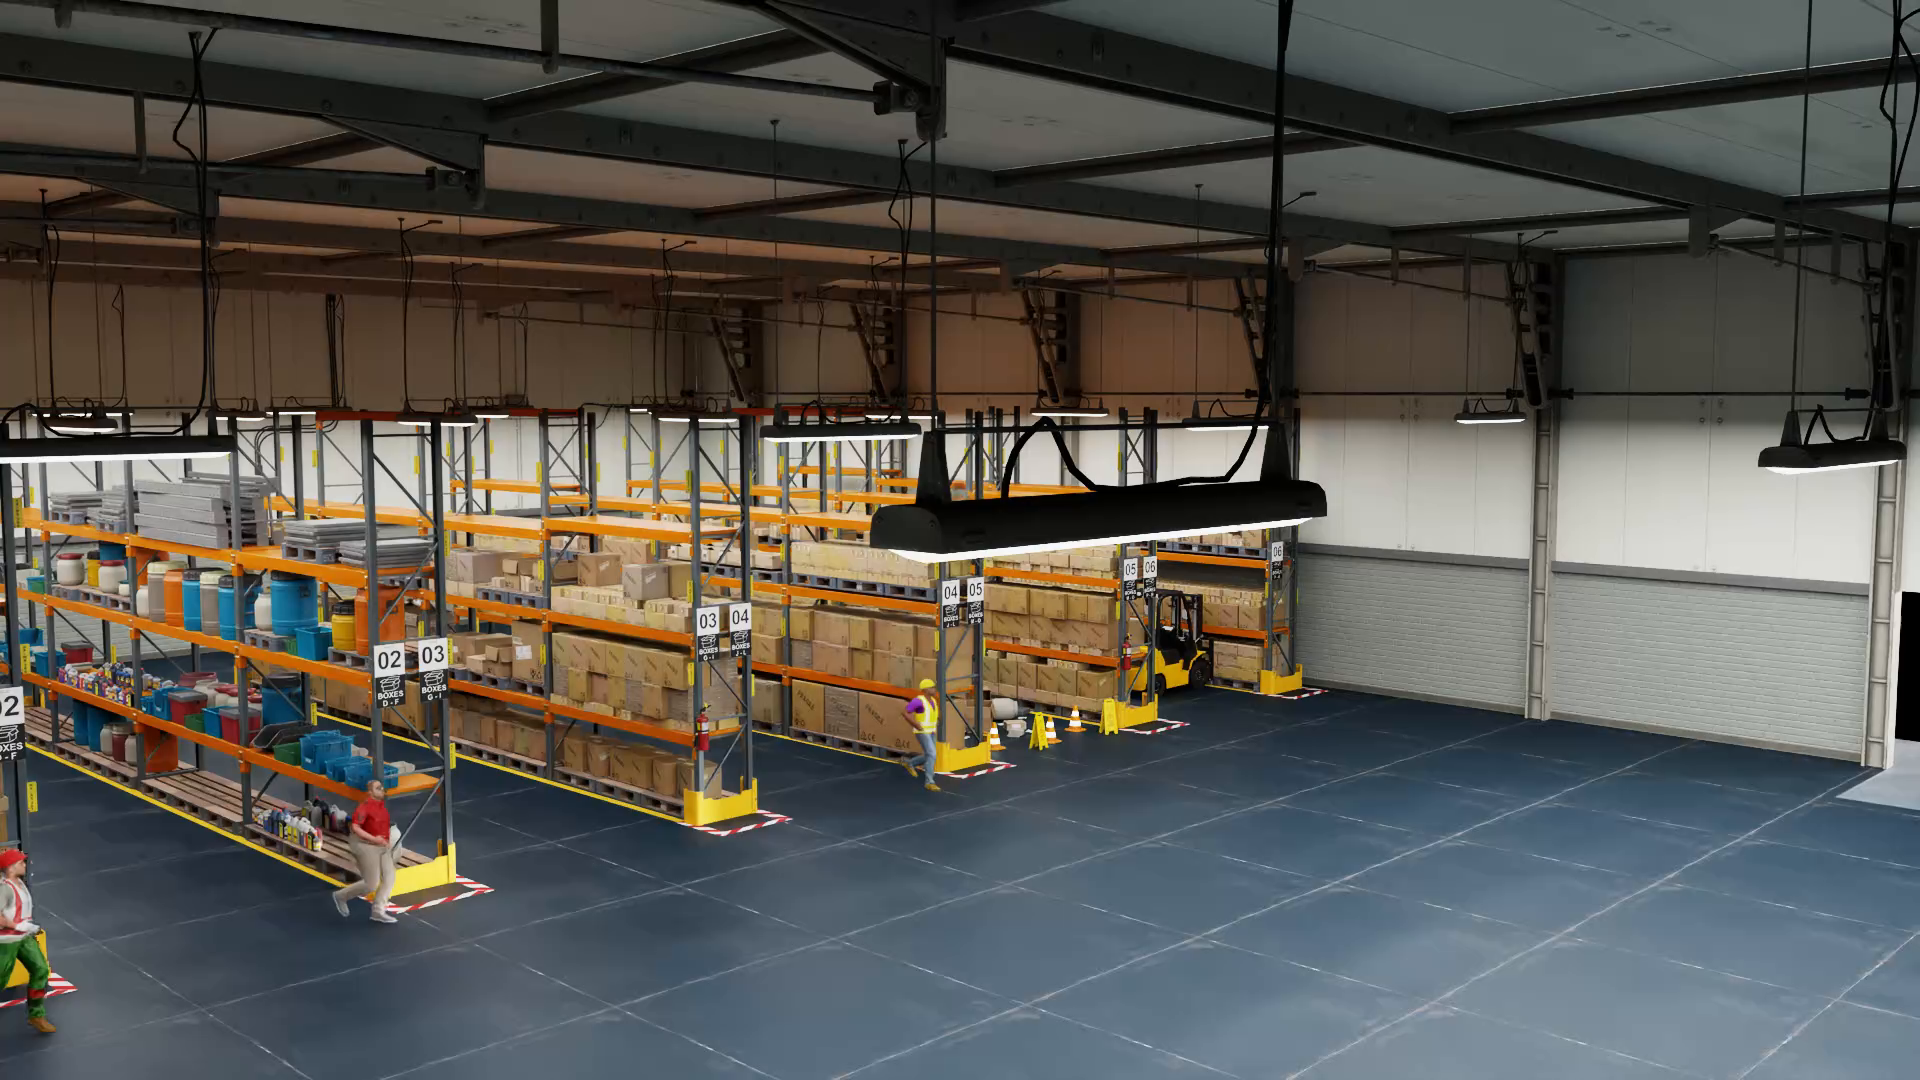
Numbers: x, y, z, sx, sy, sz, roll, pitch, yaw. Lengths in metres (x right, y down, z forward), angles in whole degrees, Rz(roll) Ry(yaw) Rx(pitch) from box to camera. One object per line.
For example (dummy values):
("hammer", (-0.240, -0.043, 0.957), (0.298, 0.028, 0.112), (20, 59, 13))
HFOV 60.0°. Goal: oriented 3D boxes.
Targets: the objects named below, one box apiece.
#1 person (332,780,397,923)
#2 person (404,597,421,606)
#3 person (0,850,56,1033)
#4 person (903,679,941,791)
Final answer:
("person", (-7.110, 3.731, 20.002), (0.740, 1.708, 0.677), (1, 5, 9))
("person", (-12.872, 2.013, 39.024), (0.729, 1.799, 0.755), (2, 5, 18))
("person", (-9.360, 3.969, 16.500), (0.783, 1.796, 0.725), (-1, 5, -6))
("person", (-0.552, 3.111, 26.842), (0.889, 1.737, 0.729), (3, 6, 30))
